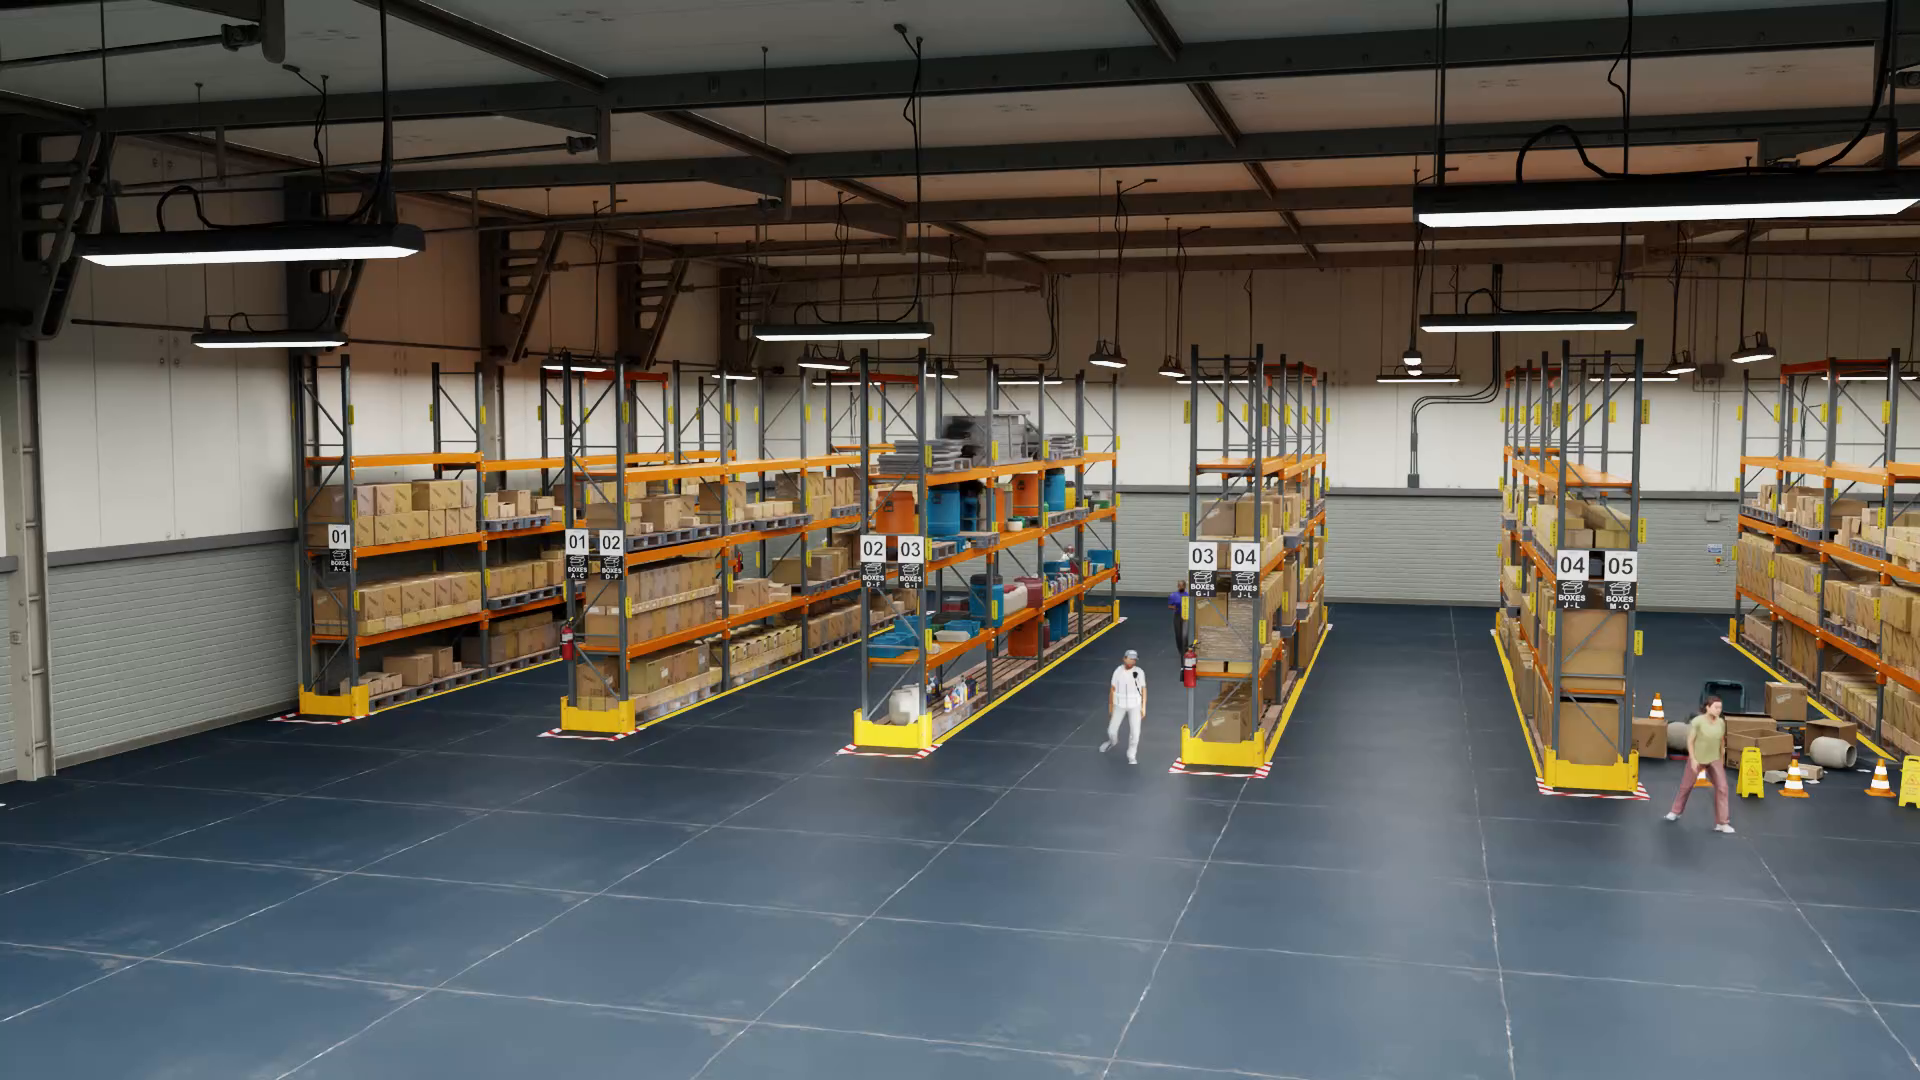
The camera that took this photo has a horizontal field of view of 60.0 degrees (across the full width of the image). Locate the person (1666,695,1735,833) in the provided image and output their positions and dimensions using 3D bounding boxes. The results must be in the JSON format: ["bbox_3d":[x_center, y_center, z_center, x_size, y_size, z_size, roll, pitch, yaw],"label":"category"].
[{"bbox_3d":[8.997,2.678,20.146,0.640,1.618,0.864,0,4,0],"label":"person"}]

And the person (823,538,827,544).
[{"bbox_3d":[-3.647,0.803,44.631,0.729,1.710,0.566,-3,5,-36],"label":"person"}]

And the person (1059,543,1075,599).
[{"bbox_3d":[2.817,0.906,43.276,0.858,1.674,0.551,2,5,28],"label":"person"}]

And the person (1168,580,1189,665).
[{"bbox_3d":[4.495,1.652,33.677,0.550,1.715,0.848,1,4,14],"label":"person"}]

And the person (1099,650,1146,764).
[{"bbox_3d":[2.345,2.379,23.984,0.697,1.631,0.604,1,4,10],"label":"person"}]
